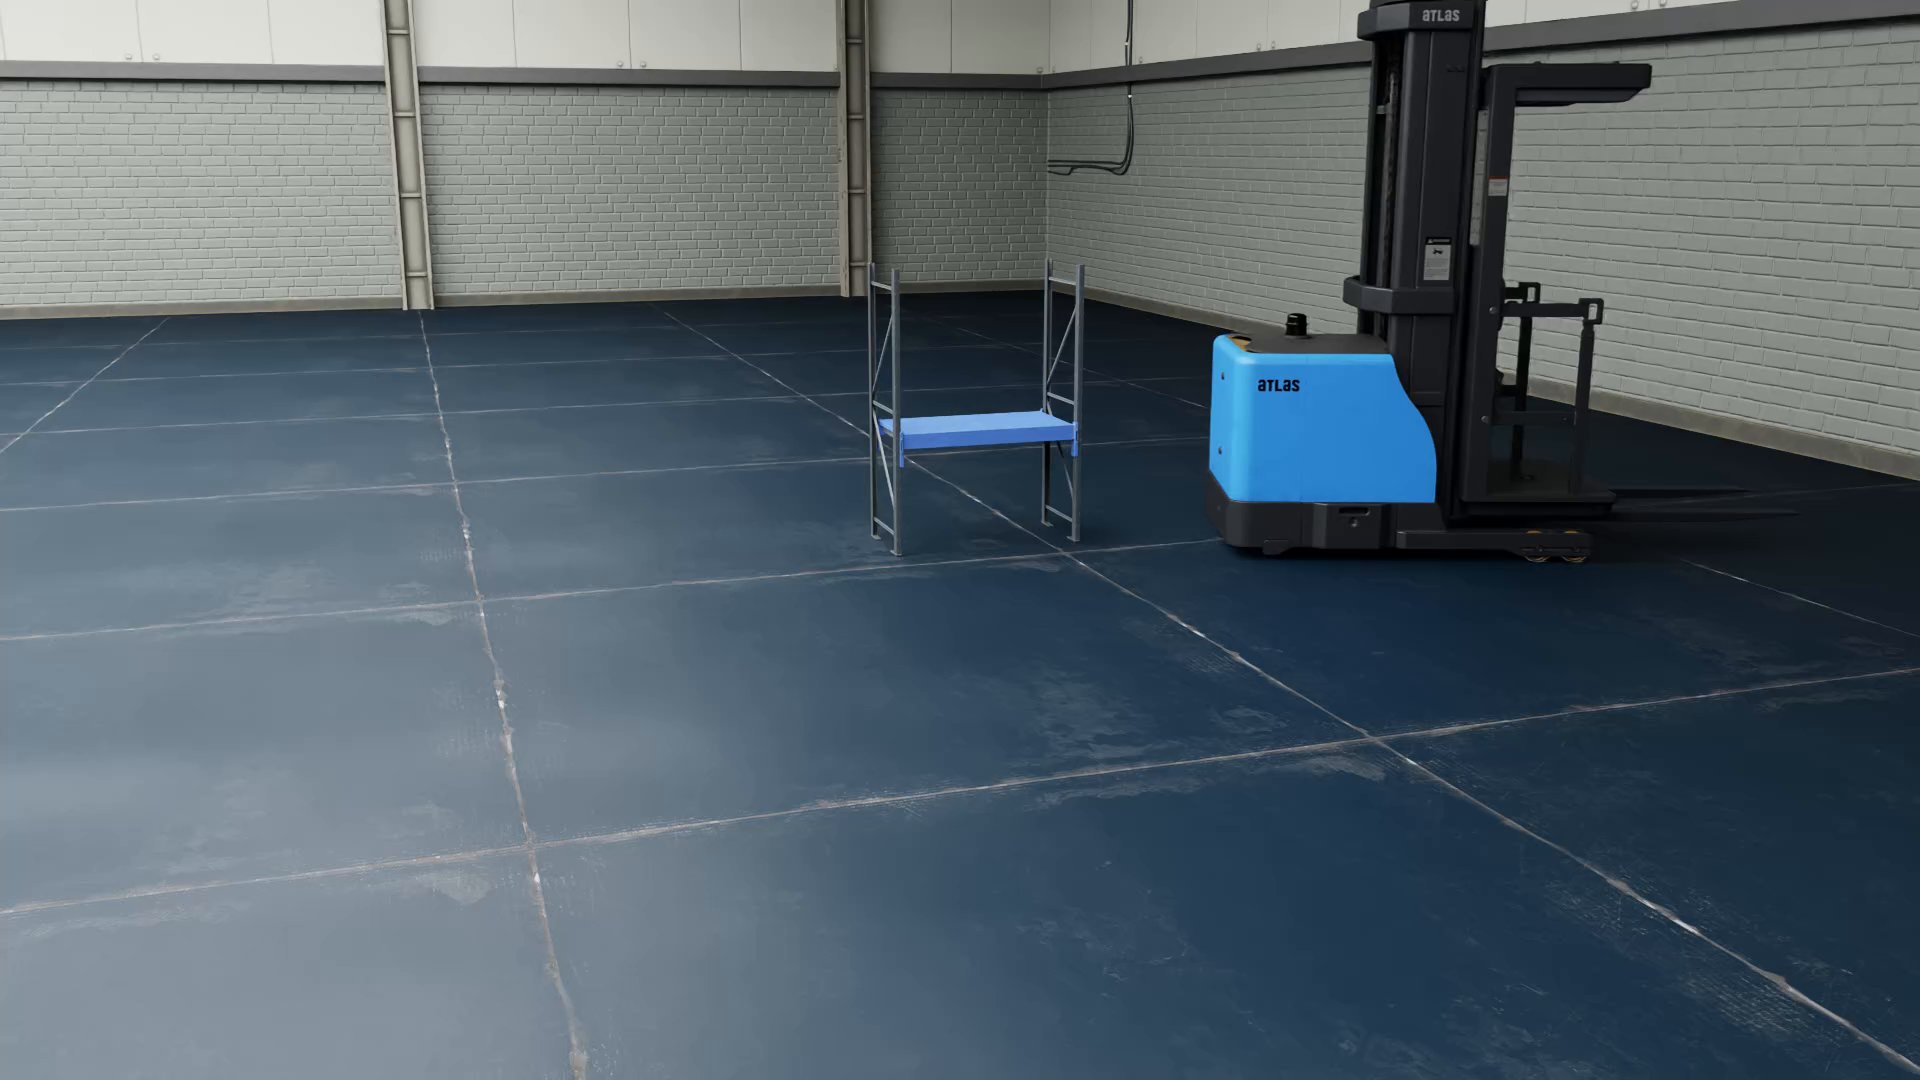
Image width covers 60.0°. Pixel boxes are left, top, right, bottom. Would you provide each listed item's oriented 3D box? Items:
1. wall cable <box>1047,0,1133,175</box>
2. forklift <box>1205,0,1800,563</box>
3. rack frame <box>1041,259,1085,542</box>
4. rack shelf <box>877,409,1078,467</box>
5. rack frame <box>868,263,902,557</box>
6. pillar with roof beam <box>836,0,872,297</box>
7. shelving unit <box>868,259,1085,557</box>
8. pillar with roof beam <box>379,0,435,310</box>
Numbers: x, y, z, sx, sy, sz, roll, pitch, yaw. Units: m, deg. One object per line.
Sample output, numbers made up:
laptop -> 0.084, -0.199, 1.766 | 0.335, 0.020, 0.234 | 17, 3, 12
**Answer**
wall cable -> 1.725, -6.307, 22.922 | 0.112, 2.526, 3.097 | -4, 14, -18
forklift -> 2.922, -1.433, 8.831 | 3.031, 2.935, 1.130 | 0, 13, 1
rack frame -> 0.563, -0.773, 9.153 | 0.032, 1.500, 0.500 | -4, 14, -18
rack shelf -> 0.081, -0.561, 9.037 | 1.000, 0.185, 0.538 | -4, 14, -18
rack frame -> -0.401, -0.698, 8.838 | 0.032, 1.500, 0.500 | -4, 14, -18
pillar with roof beam -> -0.116, -6.946, 18.898 | 0.400, 9.000, 9.100 | -4, 14, -18
shelving unit -> 0.081, -0.736, 8.996 | 1.048, 1.500, 0.538 | -4, 14, -18
pillar with roof beam -> -5.803, -6.503, 17.037 | 0.400, 9.000, 9.100 | -4, 14, -18
